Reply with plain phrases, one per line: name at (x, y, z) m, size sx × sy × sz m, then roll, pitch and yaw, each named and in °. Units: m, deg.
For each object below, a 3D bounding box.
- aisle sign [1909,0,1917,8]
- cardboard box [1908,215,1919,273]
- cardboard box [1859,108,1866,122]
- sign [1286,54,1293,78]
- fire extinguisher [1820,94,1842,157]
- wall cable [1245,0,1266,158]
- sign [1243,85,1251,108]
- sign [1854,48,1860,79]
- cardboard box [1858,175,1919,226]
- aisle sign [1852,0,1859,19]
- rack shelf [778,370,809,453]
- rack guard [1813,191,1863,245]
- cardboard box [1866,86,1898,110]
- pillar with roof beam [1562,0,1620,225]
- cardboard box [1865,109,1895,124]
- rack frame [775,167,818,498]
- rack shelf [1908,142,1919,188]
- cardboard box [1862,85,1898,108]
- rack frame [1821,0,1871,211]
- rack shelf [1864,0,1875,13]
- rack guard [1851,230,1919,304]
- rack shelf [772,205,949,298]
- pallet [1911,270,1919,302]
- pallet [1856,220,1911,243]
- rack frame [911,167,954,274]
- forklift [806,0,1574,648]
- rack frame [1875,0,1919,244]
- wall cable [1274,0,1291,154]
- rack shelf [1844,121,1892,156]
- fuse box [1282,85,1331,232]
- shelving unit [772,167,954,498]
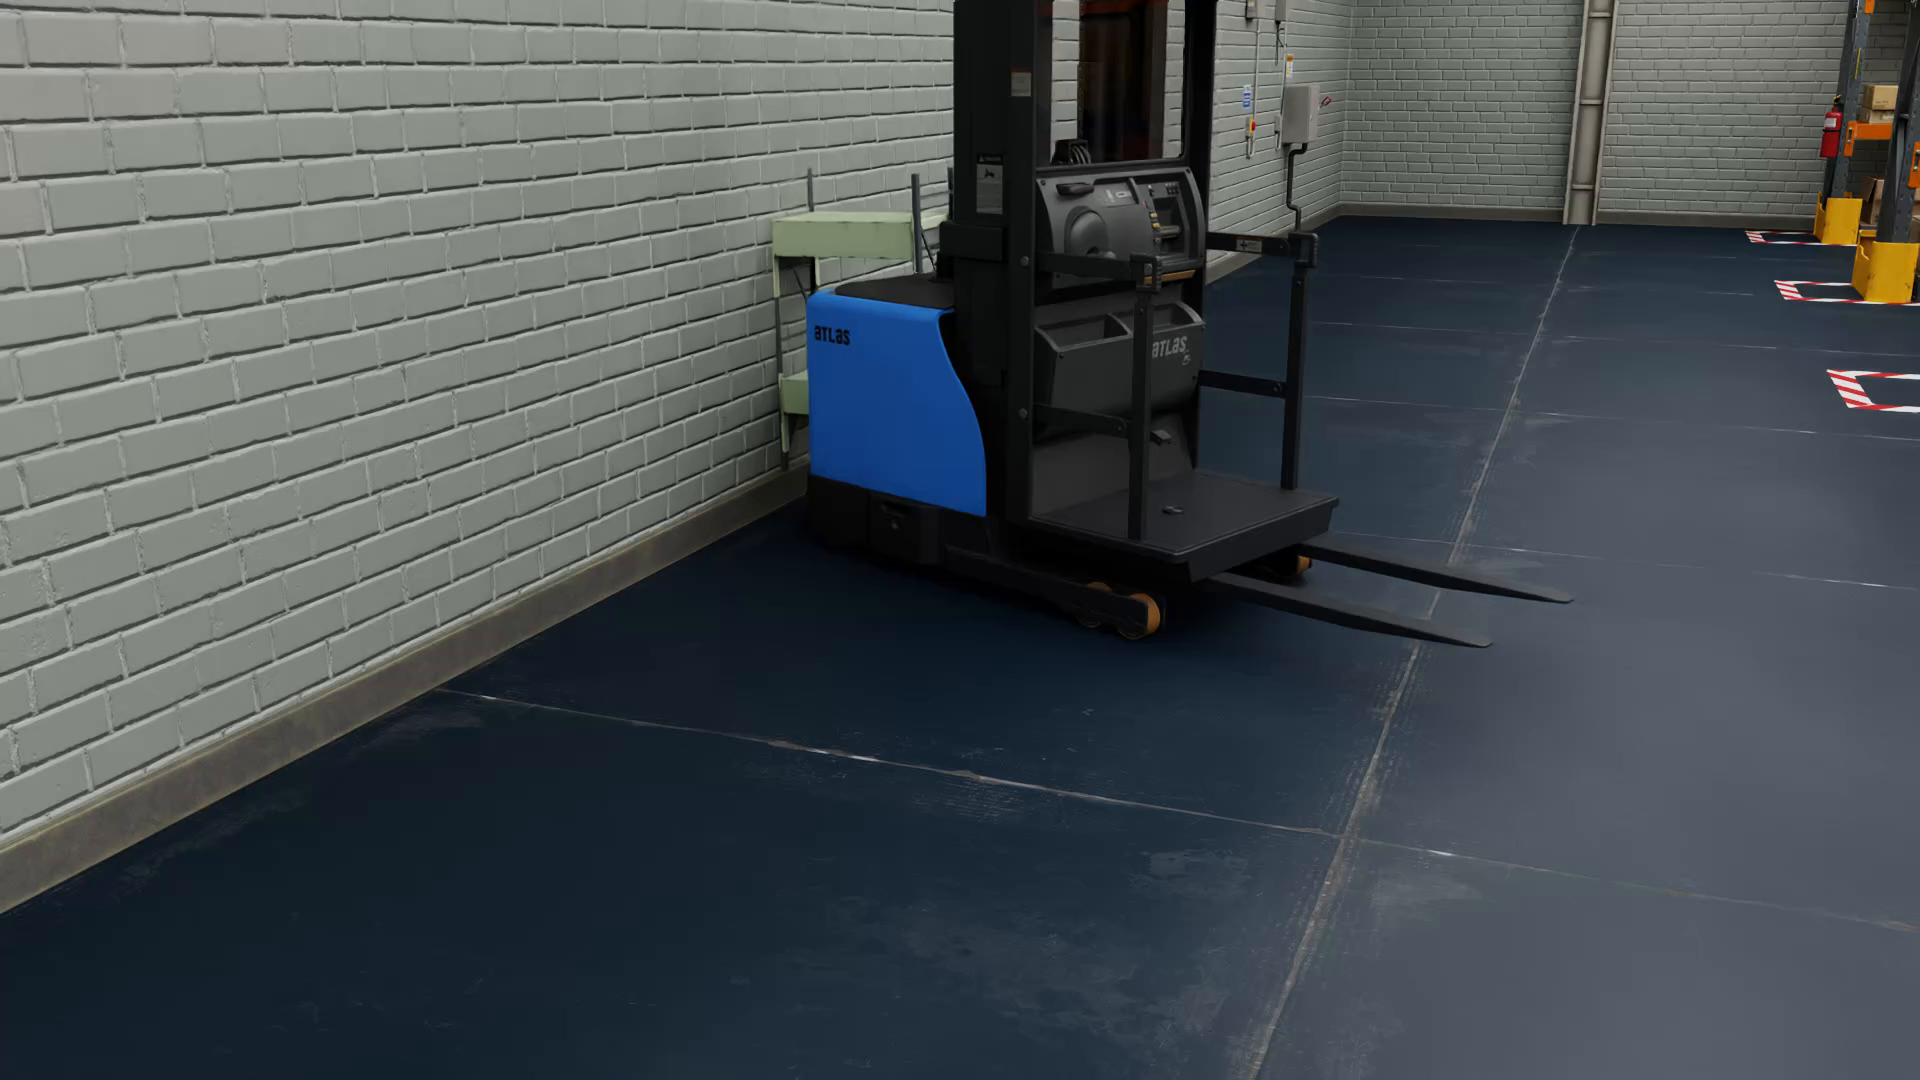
aisle sign at (8.154, -4.936, 14.132) m, size 0.004 × 0.787 × 0.394 m, roll 6°, pitch 17°, yaw 21°
cardboard box at (8.757, -2.529, 14.348) m, size 0.875 × 0.438 × 0.875 m, roll 6°, pitch 17°, yaw 19°
cardboard box at (10.331, -4.802, 18.786) m, size 0.250 × 0.149 × 0.380 m, roll 6°, pitch 17°, yaw 20°
sign at (3.546, -5.104, 17.892) m, size 0.001 × 0.242 × 0.339 m, roll 6°, pitch 17°, yaw 21°
fire extinguisher at (9.618, -4.566, 18.330) m, size 0.183 × 0.674 × 0.296 m, roll 6°, pitch 17°, yaw 21°
wall cable at (2.853, -4.673, 16.012) m, size 0.123 × 1.953 × 0.585 m, roll 6°, pitch 17°, yaw 21°
sign at (2.778, -4.294, 16.099) m, size 0.001 × 0.218 × 0.327 m, roll 6°, pitch 17°, yaw 21°
sign at (9.726, -5.162, 18.022) m, size 0.005 × 0.325 × 0.100 m, roll 6°, pitch 17°, yaw 21°
cardboard box at (10.459, -3.803, 18.617) m, size 0.637 × 0.503 × 0.797 m, roll 6°, pitch 17°, yaw 18°
aisle sign at (9.753, -6.066, 18.027) m, size 0.004 × 0.787 × 0.394 m, roll 6°, pitch 17°, yaw 21°
rack shelf at (-0.413, -0.605, 7.671) m, size 0.720 × 0.370 × 0.431 m, roll 6°, pitch 18°, yaw 24°
rack guard at (9.995, -3.679, 18.950) m, size 0.348 × 0.500 × 1.175 m, roll 6°, pitch 17°, yaw 21°
cardboard box at (10.248, -4.842, 18.207) m, size 0.500 × 0.250 × 0.500 m, roll 6°, pitch 17°, yaw 21°
pillar with roof beam at (6.167, -7.161, 15.701) m, size 0.400 × 9.000 × 9.100 m, roll 6°, pitch 17°, yaw 21°
cardboard box at (10.130, -4.662, 18.302) m, size 0.250 × 0.149 × 0.380 m, roll 6°, pitch 17°, yaw 20°
rack frame at (-0.756, -0.951, 7.728) m, size 0.023 × 1.500 × 0.400 m, roll 6°, pitch 18°, yaw 24°
rack shelf at (9.967, -3.049, 13.588) m, size 4.000 × 0.370 × 1.077 m, roll 6°, pitch 17°, yaw 21°
cardboard box at (10.450, -4.980, 18.682) m, size 0.500 × 0.250 × 0.500 m, roll 7°, pitch 18°, yaw 22°
rack frame at (9.924, -4.887, 18.628) m, size 0.127 × 3.000 × 1.000 m, roll 6°, pitch 17°, yaw 21°
rack shelf at (11.785, -5.778, 17.605) m, size 4.000 × 0.370 × 1.077 m, roll 6°, pitch 17°, yaw 21°
rack guard at (8.084, -2.401, 14.549) m, size 0.348 × 0.500 × 1.175 m, roll 6°, pitch 17°, yaw 21°
rack shelf at (-0.435, -1.292, 7.468) m, size 0.720 × 0.370 × 0.431 m, roll 6°, pitch 18°, yaw 24°
pallet at (8.879, -2.199, 14.369) m, size 1.213 × 0.211 × 1.003 m, roll 6°, pitch 17°, yaw 21°
pallet at (10.737, -3.459, 18.710) m, size 1.213 × 0.211 × 1.003 m, roll 6°, pitch 17°, yaw 21°
rack frame at (-0.091, -0.885, 7.429) m, size 0.023 × 1.500 × 0.400 m, roll 6°, pitch 18°, yaw 24°
forklift at (0.770, -1.214, 6.099) m, size 3.031 × 2.935 × 1.130 m, roll 15°, pitch 22°, yaw 41°
rack frame at (8.107, -3.599, 14.192) m, size 0.127 × 3.000 × 1.000 m, roll 6°, pitch 17°, yaw 21°
wall cable at (3.362, -5.027, 17.288) m, size 0.122 × 1.984 × 0.588 m, roll 6°, pitch 17°, yaw 21°
rack shelf at (11.785, -4.337, 18.023) m, size 4.000 × 0.370 × 1.077 m, roll 6°, pitch 17°, yaw 21°
fuse box at (3.759, -4.081, 18.163) m, size 0.414 × 1.711 × 0.539 m, roll 6°, pitch 17°, yaw 21°
shelving unit at (-0.423, -0.918, 7.579) m, size 0.755 × 1.500 × 0.431 m, roll 6°, pitch 18°, yaw 24°
